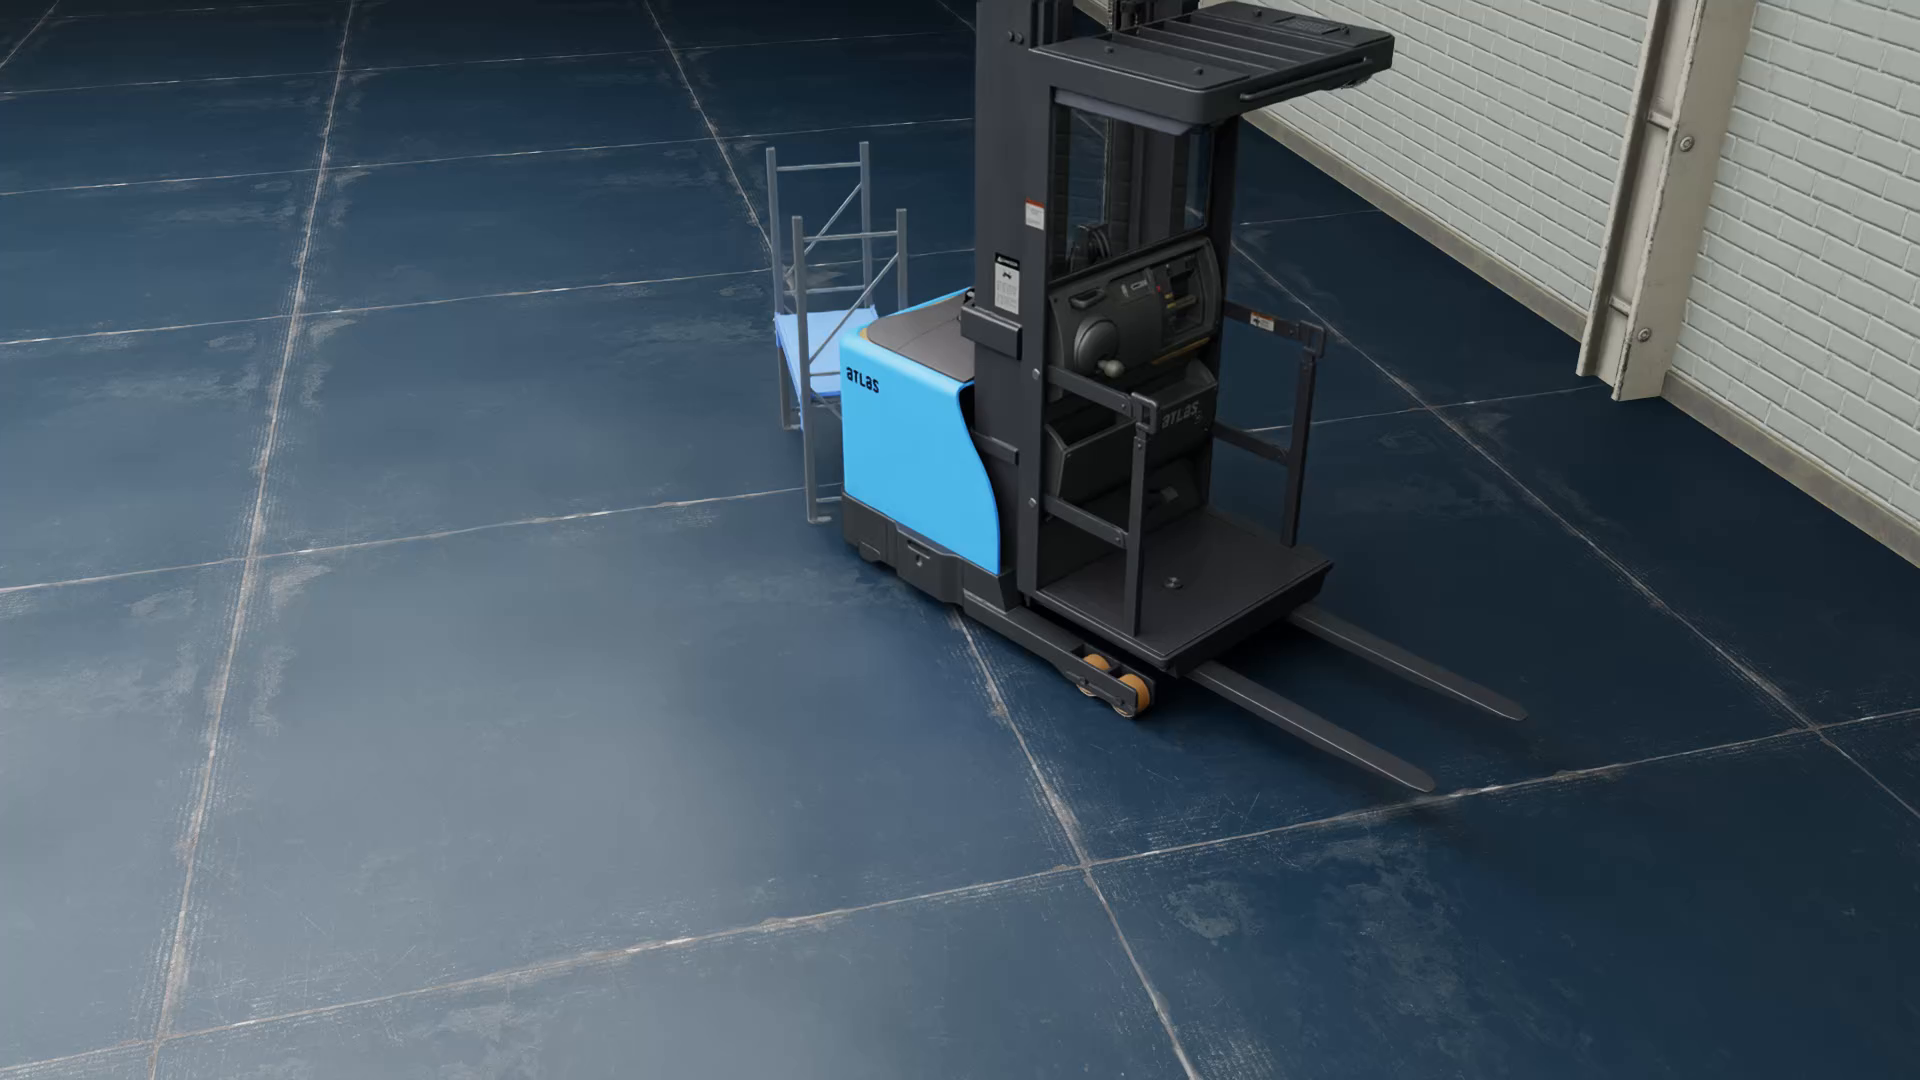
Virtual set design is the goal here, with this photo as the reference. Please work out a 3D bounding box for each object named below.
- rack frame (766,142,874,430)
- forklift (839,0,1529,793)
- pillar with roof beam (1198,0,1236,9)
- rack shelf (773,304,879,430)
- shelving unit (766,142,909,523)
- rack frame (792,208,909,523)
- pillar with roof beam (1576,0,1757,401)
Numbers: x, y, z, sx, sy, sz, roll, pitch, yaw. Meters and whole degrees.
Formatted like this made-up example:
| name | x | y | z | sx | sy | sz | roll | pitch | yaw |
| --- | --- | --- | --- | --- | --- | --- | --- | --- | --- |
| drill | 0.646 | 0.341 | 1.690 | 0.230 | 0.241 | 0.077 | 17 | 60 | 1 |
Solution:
| name | x | y | z | sx | sy | sz | roll | pitch | yaw |
| --- | --- | --- | --- | --- | --- | --- | --- | --- | --- |
| rack frame | -0.690 | -1.263 | 8.435 | 0.500 | 1.500 | 0.032 | -6 | 31 | -10 |
| forklift | 0.837 | -0.863 | 6.315 | 1.130 | 2.935 | 3.031 | -25 | 38 | -36 |
| pillar with roof beam | -2.071 | -7.091 | 11.018 | 9.100 | 9.000 | 0.400 | -8 | 31 | -13 |
| rack shelf | -0.584 | -0.858 | 8.094 | 0.538 | 0.185 | 1.000 | -6 | 31 | -10 |
| shelving unit | -0.584 | -1.014 | 8.004 | 0.538 | 1.500 | 1.048 | -6 | 31 | -10 |
| rack frame | -0.478 | -0.765 | 7.574 | 0.500 | 1.500 | 0.032 | -6 | 31 | -10 |
| pillar with roof beam | -0.479 | -4.193 | 6.011 | 9.100 | 9.000 | 0.400 | -8 | 31 | -13 |
